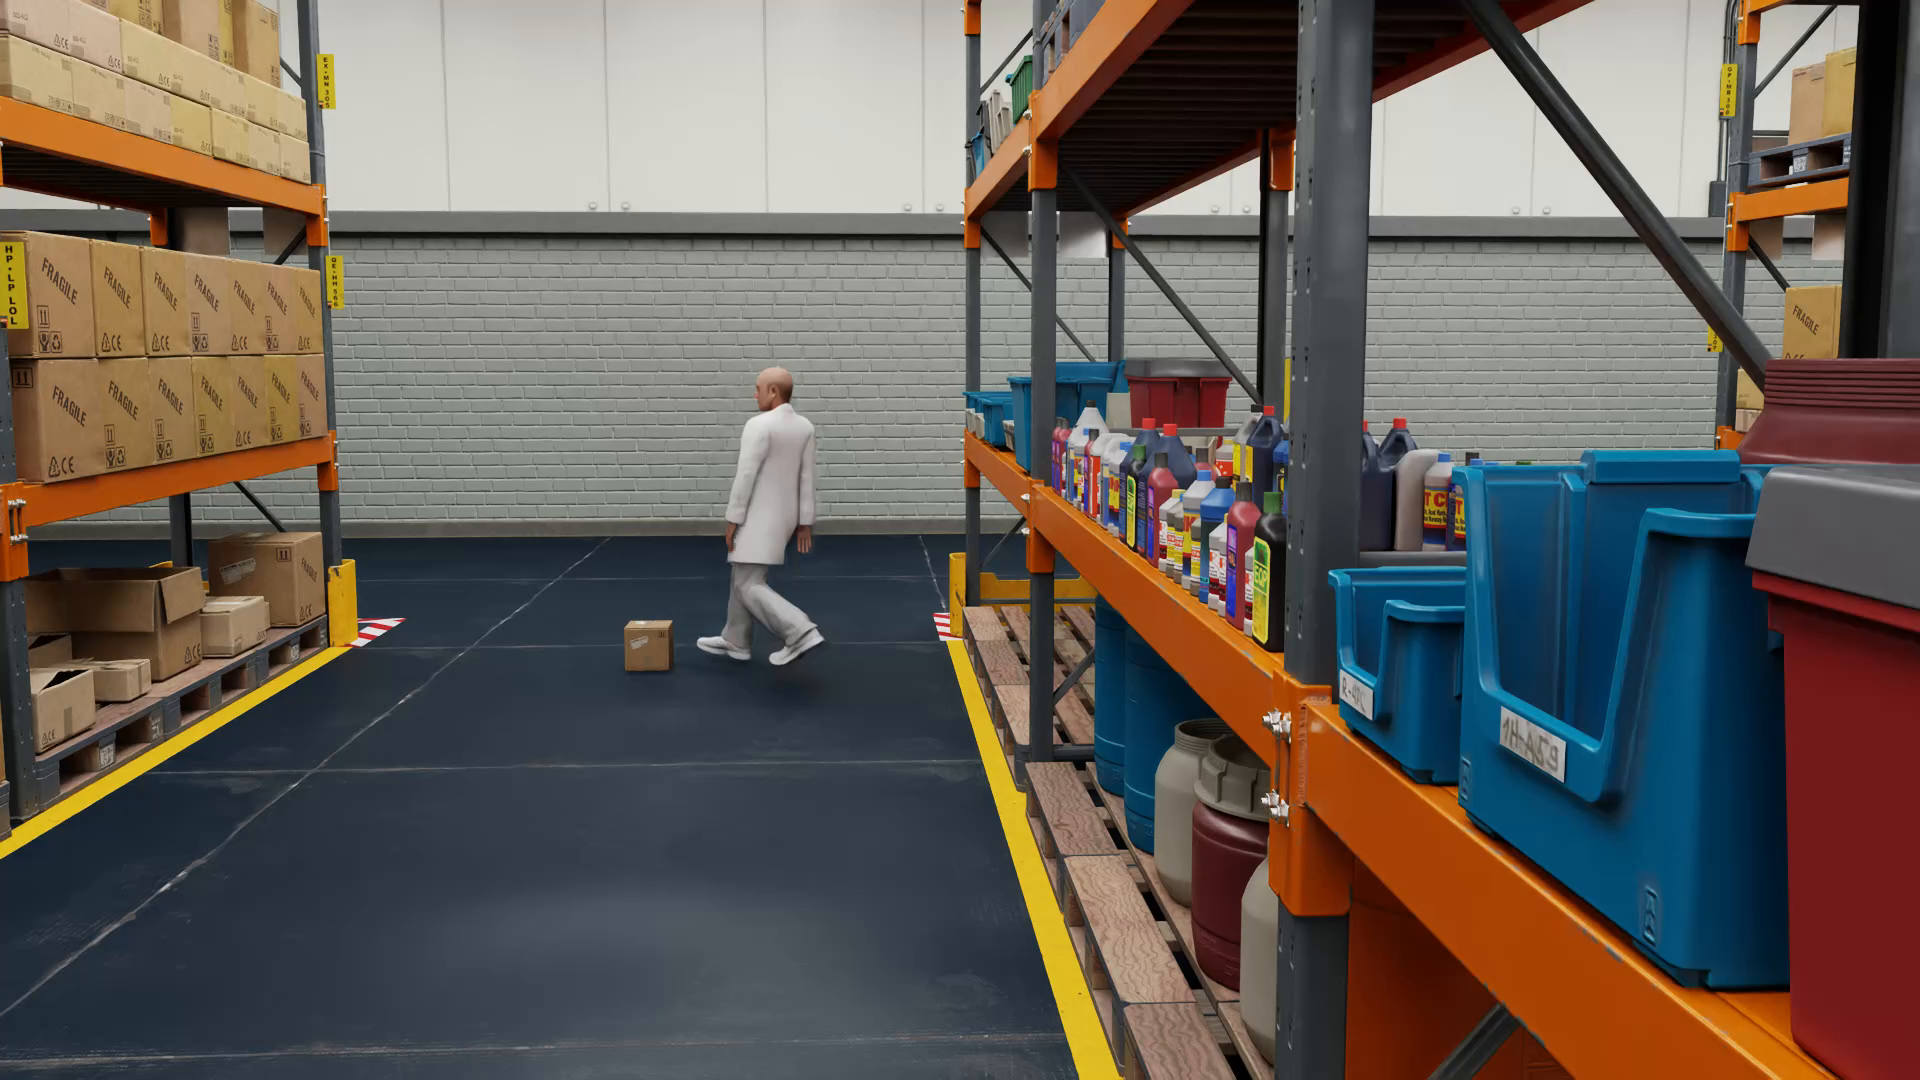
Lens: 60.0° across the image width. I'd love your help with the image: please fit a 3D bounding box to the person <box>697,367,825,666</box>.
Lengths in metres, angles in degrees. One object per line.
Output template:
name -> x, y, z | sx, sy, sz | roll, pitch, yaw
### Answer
person -> -1.135, -0.126, 9.484 | 1.062, 1.713, 0.615 | 4, 8, 30
